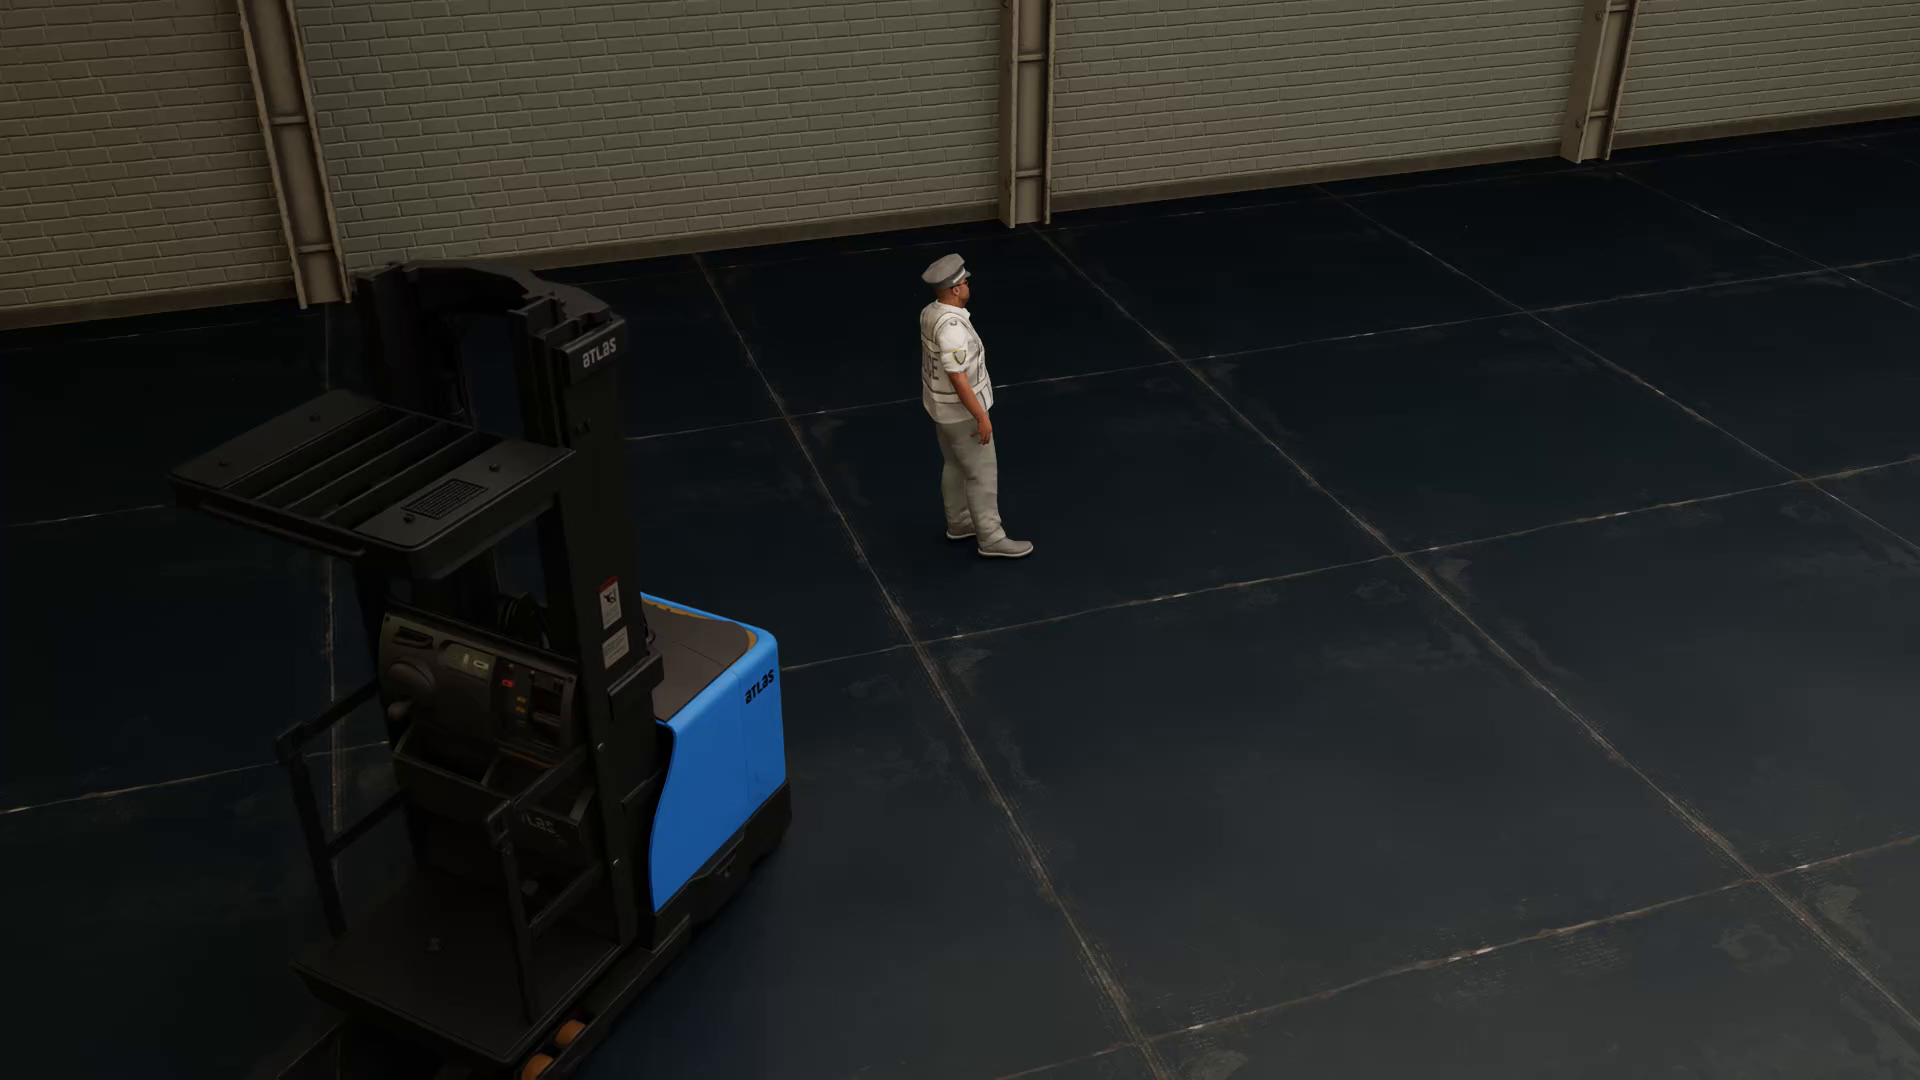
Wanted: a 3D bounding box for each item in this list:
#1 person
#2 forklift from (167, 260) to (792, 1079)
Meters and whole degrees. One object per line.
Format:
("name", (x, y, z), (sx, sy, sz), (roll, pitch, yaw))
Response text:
("person", (0.078, -0.786, 9.590), (0.574, 1.780, 0.641), (-10, 31, -16))
("forklift", (-1.903, 0.599, 6.045), (1.130, 2.935, 3.031), (15, 33, 24))
